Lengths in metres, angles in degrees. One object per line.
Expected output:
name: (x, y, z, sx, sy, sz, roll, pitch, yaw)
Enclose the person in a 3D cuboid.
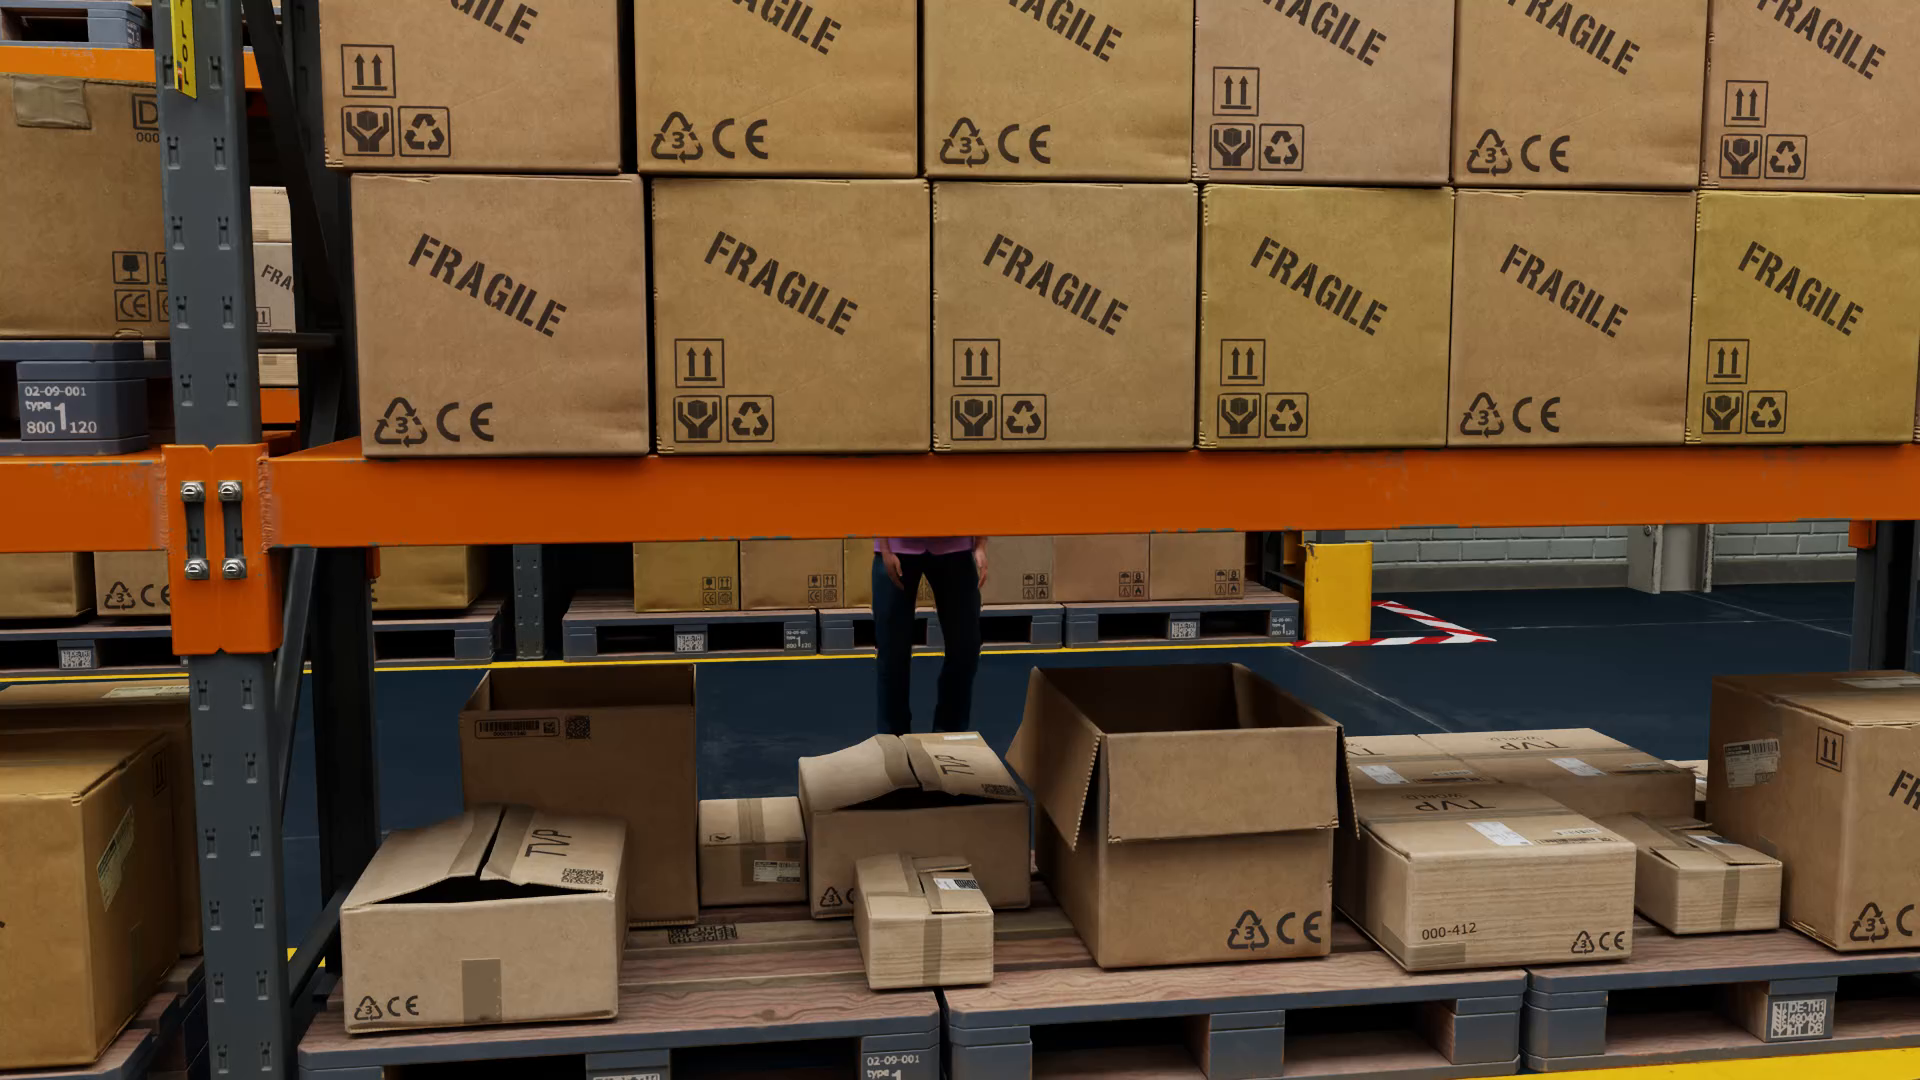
person: (-0.095, 0.062, 5.671, 0.423, 1.567, 0.368, -1, 7, -7)
